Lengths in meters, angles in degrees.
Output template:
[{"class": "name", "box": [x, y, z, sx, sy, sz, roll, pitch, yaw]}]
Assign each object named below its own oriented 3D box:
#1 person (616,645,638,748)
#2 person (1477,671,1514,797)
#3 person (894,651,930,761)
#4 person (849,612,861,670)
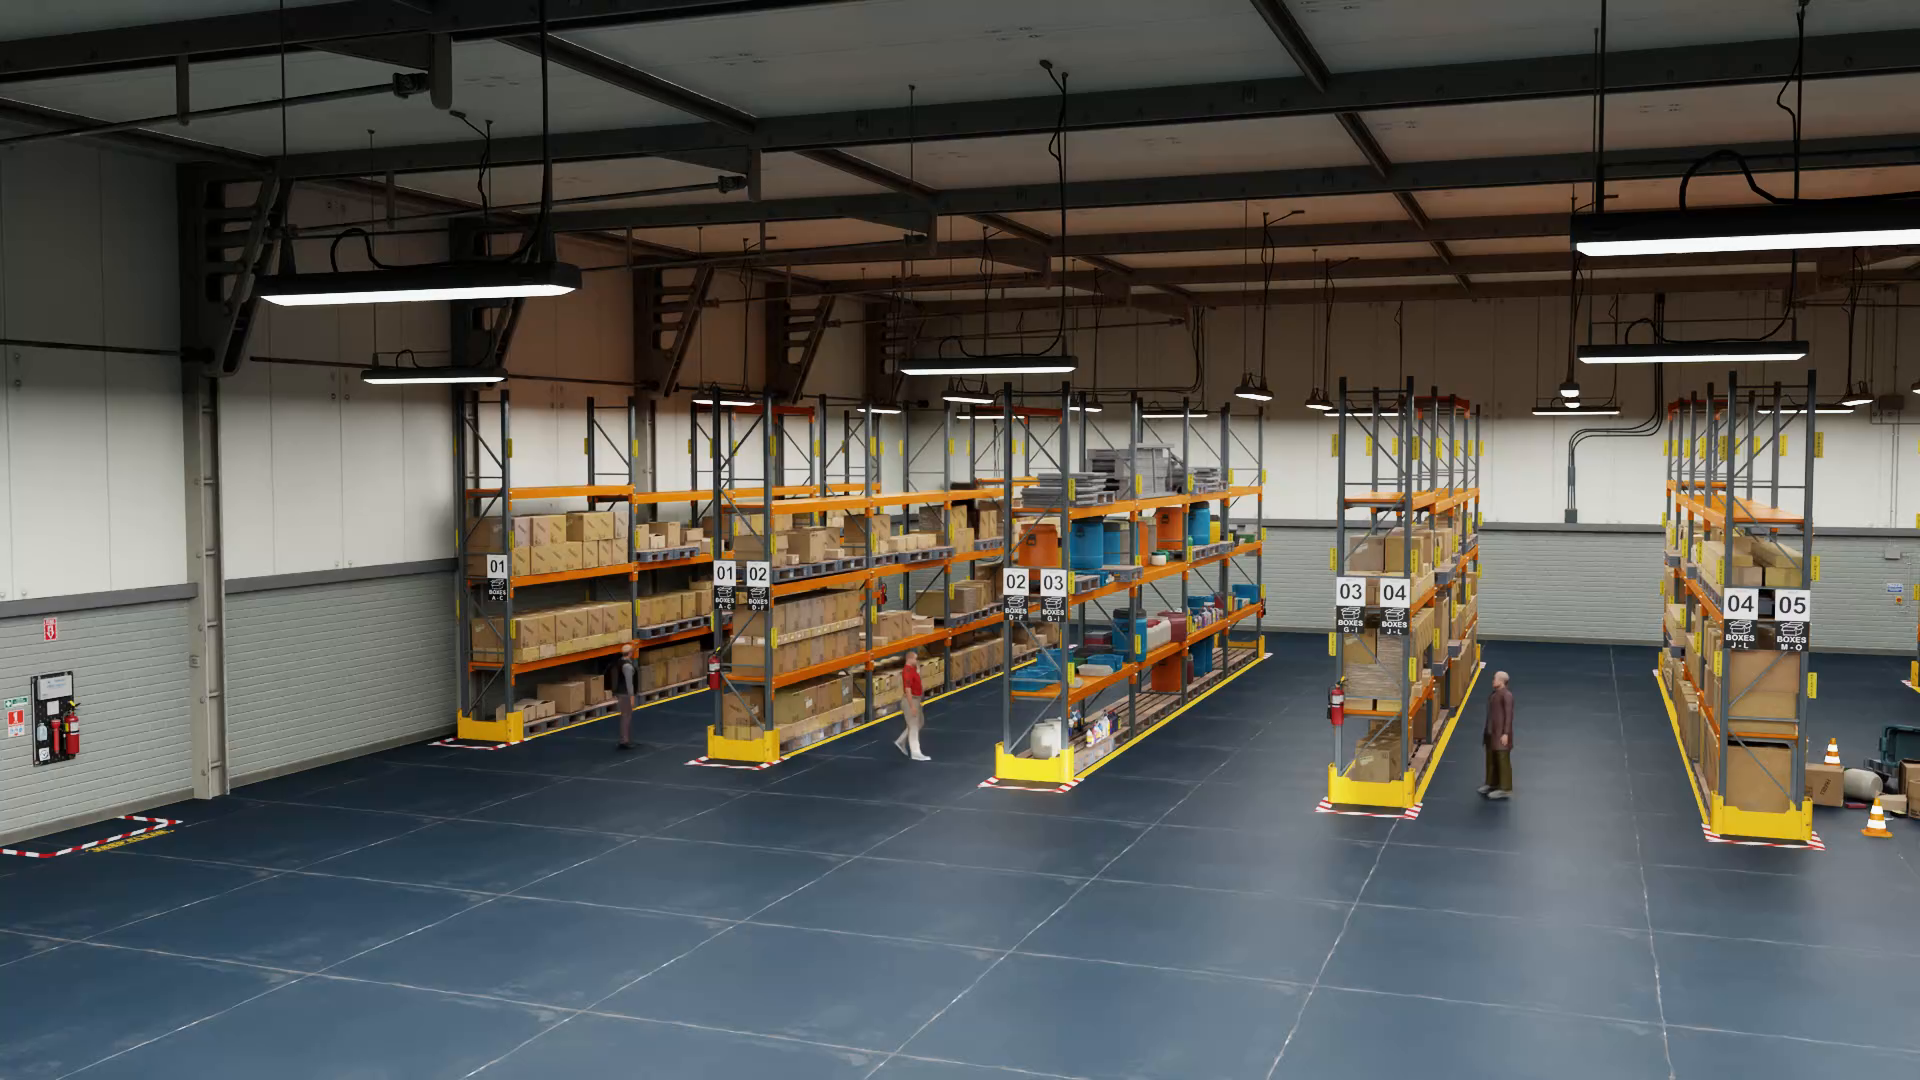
[{"class": "person", "box": [-5.571, 2.607, 27.821, 0.367, 1.728, 0.566, -1, 3, -14]}, {"class": "person", "box": [7.719, 2.783, 23.950, 0.430, 1.786, 0.623, -1, 3, -16]}, {"class": "person", "box": [-0.767, 2.658, 26.855, 0.627, 1.729, 0.617, 0, 3, 5]}, {"class": "person", "box": [-2.313, 2.047, 36.222, 0.339, 1.671, 0.506, 3, 4, 41]}]
